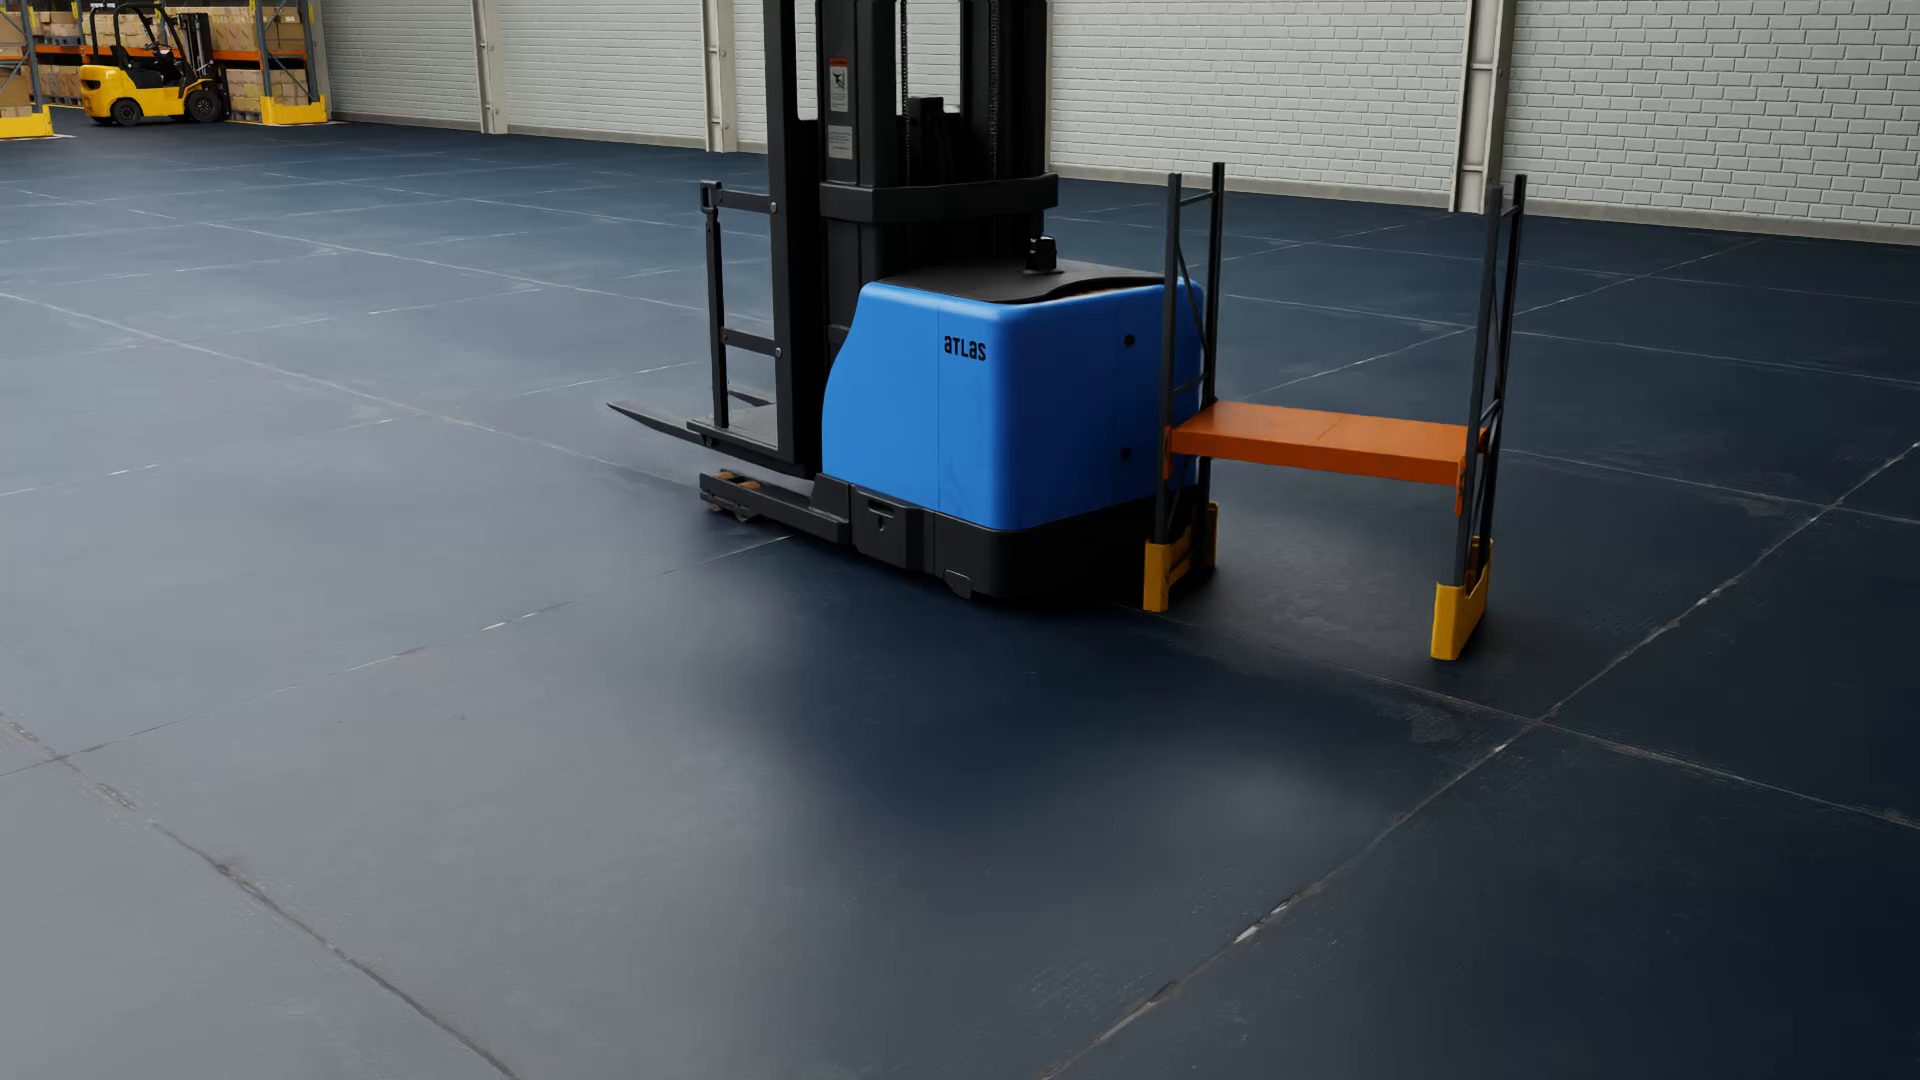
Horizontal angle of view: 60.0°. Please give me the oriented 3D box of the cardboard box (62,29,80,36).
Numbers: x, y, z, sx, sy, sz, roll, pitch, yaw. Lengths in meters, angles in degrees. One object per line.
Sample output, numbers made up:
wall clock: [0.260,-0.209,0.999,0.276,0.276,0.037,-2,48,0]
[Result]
cardboard box: [-19.366,-11.091,36.322,0.250,0.149,0.380,16,23,40]

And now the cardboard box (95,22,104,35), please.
cardboard box: [-18.077,-10.887,35.380,0.500,0.250,0.500,16,24,41]

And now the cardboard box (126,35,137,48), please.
cardboard box: [-16.910,-10.339,34.480,0.500,0.250,0.500,15,23,40]

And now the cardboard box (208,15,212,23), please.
cardboard box: [-14.421,-10.081,32.180,0.250,0.149,0.380,14,23,38]

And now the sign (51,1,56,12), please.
sign: [-21.246,-12.447,38.959,0.005,0.325,0.100,15,23,39]

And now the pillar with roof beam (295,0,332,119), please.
pillar with roof beam: [-15.416,-11.588,28.250,0.400,9.000,9.100,15,23,39]

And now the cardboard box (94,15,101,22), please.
cardboard box: [-18.167,-11.093,35.368,0.250,0.149,0.380,16,24,41]

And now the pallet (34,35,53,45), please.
pallet: [-20.078,-11.264,37.461,1.213,0.211,1.003,15,23,39]

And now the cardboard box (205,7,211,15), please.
cardboard box: [-14.372,-10.243,32.199,0.250,0.149,0.380,15,23,39]

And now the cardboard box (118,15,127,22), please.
cardboard box: [-17.256,-10.823,34.519,0.250,0.149,0.380,14,23,38]

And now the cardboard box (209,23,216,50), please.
cardboard box: [-14.327,-9.754,32.222,0.500,0.500,0.500,15,23,40]

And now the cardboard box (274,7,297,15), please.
cardboard box: [-12.746,-9.974,31.350,0.250,0.149,0.380,14,23,38]

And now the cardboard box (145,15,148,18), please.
cardboard box: [-16.384,-10.646,33.962,0.250,0.149,0.380,15,23,39]

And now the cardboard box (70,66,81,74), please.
cardboard box: [-19.382,-10.373,36.704,0.250,0.149,0.380,14,22,36]

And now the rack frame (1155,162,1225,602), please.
rack frame: [0.802,-0.541,5.838,0.032,1.500,0.500,9,20,25]

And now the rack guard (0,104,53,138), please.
rack guard: [-15.985,-7.059,28.029,0.348,0.500,1.175,15,23,39]

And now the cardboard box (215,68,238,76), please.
cardboard box: [-14.332,-9.051,32.371,0.500,0.250,0.500,14,23,38]

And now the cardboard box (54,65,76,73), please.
cardboard box: [-20.131,-10.598,37.412,0.250,0.149,0.380,14,22,37]

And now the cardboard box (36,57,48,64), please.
cardboard box: [-21.294,-11.055,38.360,0.250,0.149,0.380,14,22,37]

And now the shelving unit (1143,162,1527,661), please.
shelving unit: [1.248,-0.474,5.625,1.083,1.500,0.587,9,20,25]

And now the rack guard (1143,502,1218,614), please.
rack guard: [0.803,0.055,6.026,0.087,0.250,0.587,9,20,25]

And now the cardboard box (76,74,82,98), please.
cardboard box: [-19.079,-10.011,36.634,0.500,0.500,0.500,16,24,41]

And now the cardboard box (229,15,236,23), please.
cardboard box: [-13.624,-9.885,31.563,0.250,0.149,0.380,15,23,39]

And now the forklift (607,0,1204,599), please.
forklift: [-0.442,-1.562,6.690,1.130,2.935,3.031,-15,23,-39]

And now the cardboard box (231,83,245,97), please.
cardboard box: [-13.576,-8.617,31.831,0.500,0.250,0.500,15,23,39]

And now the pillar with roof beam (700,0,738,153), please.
pillar with roof beam: [-6.441,-9.179,20.658,0.400,9.000,9.100,15,23,39]

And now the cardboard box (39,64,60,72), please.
cardboard box: [-20.848,-10.815,38.098,0.250,0.149,0.380,15,23,38]

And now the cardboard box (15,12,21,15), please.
cardboard box: [-21.011,-11.765,37.864,0.500,0.500,0.700,15,23,40]

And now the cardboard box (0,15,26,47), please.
cardboard box: [-16.099,-8.583,28.040,0.500,0.500,0.500,15,23,38]

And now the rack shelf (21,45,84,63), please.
rack shelf: [-20.116,-11.024,37.579,4.000,0.370,1.077,15,23,39]

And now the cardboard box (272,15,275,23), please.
cardboard box: [-12.945,-9.878,31.541,0.250,0.149,0.380,15,23,39]

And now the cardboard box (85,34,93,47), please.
cardboard box: [-18.450,-10.750,35.773,0.500,0.250,0.500,15,23,39]

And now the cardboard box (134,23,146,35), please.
cardboard box: [-16.555,-10.472,34.070,0.500,0.250,0.500,14,23,38]

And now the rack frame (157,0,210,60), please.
rack frame: [-15.628,-10.162,33.674,0.127,3.000,1.000,15,23,39]

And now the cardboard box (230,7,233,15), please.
cardboard box: [-13.600,-10.038,31.553,0.250,0.149,0.380,15,23,40]

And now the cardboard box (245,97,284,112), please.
cardboard box: [-13.198,-8.272,31.568,0.500,0.250,0.500,15,23,40]

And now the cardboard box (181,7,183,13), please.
cardboard box: [-15.135,-10.449,32.847,0.250,0.149,0.380,14,23,38]

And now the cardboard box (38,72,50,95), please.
cardboard box: [-20.624,-10.424,37.935,0.500,0.500,0.500,14,22,38]

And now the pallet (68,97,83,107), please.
pallet: [-19.153,-9.795,37.126,1.213,0.211,1.003,15,23,39]

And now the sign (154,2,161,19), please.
sign: [-15.981,-10.552,33.118,0.005,0.325,0.100,15,23,39]

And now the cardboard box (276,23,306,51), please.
cardboard box: [-12.823,-9.569,31.640,0.500,0.500,0.500,16,24,41]
